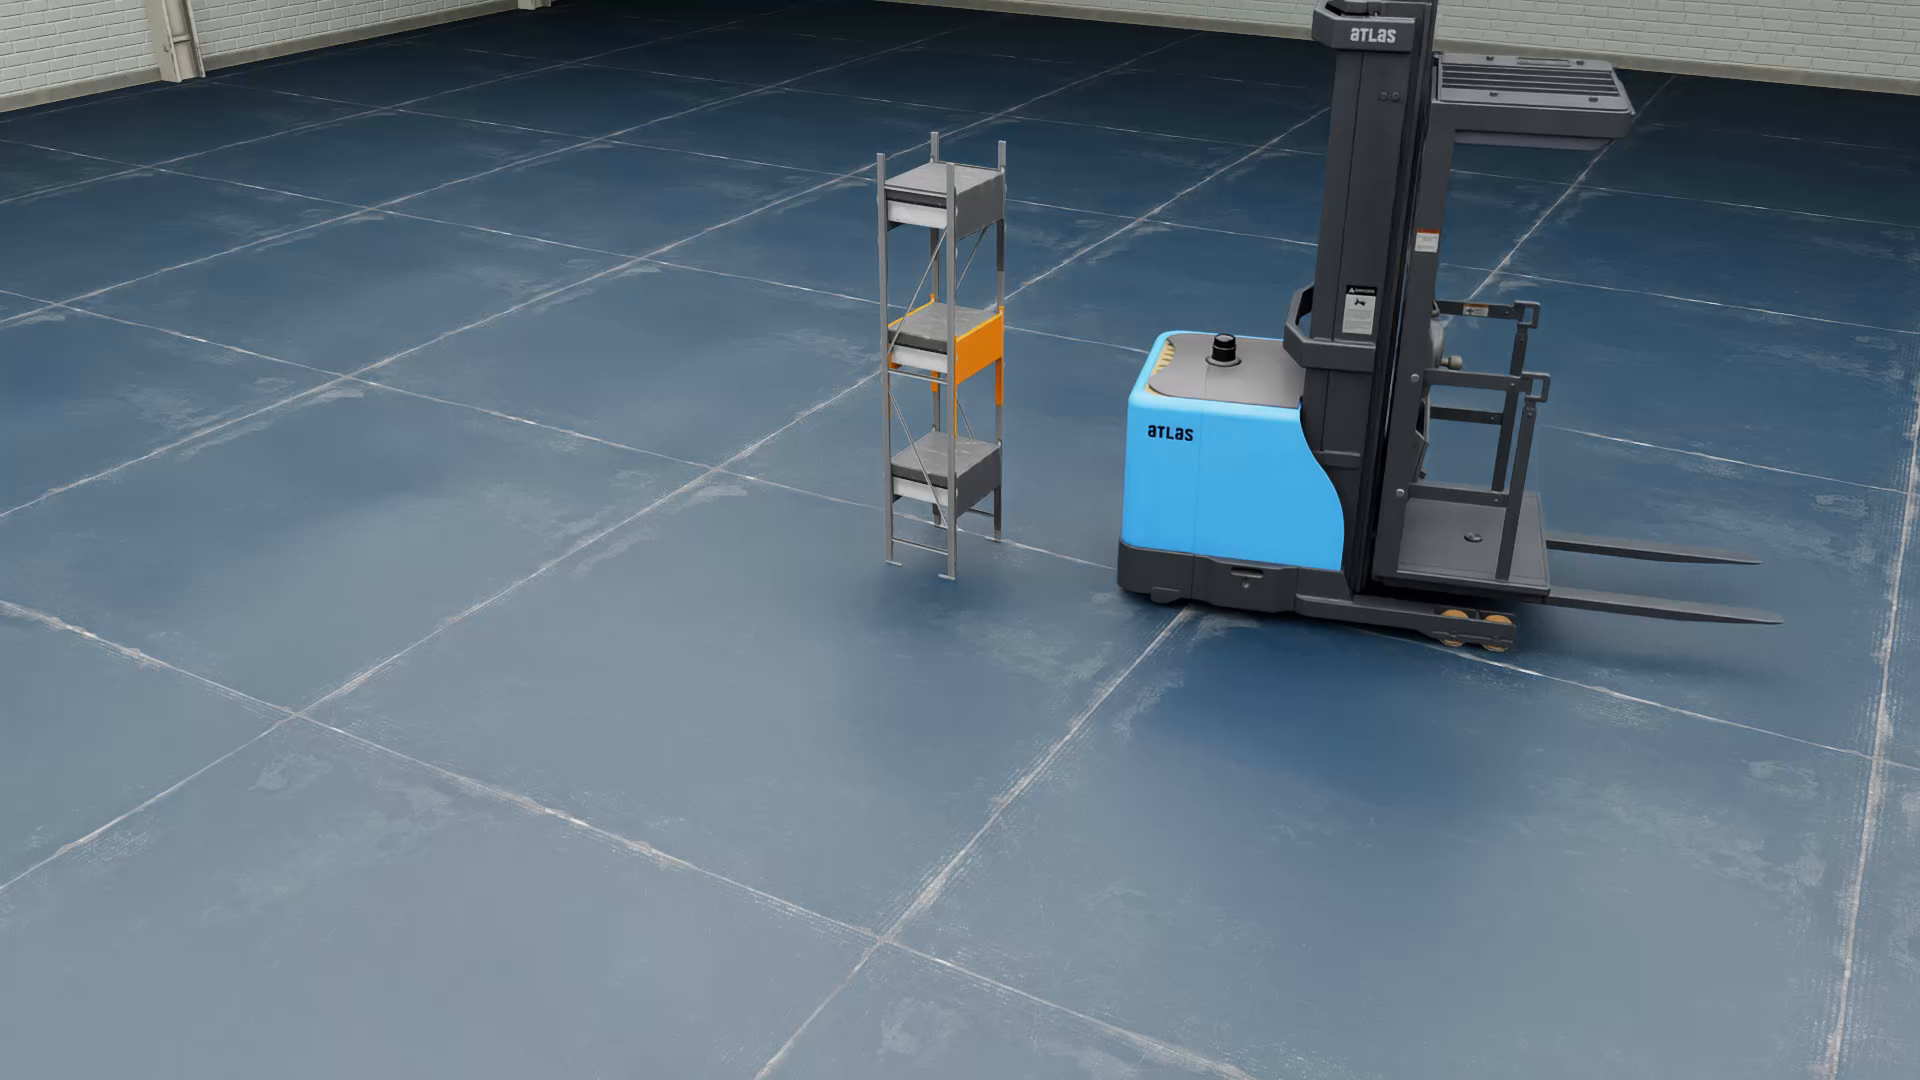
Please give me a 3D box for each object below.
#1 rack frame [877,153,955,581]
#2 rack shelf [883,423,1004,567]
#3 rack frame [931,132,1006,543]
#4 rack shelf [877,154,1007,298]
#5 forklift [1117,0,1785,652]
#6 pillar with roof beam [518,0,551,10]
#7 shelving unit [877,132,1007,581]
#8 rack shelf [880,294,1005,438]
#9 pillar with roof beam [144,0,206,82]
[{"bbox_3d":[-0.201,-0.779,7.961,0.400,2.100,0.015,14,30,26],"label":"rack frame"},{"bbox_3d":[-0.081,-0.236,8.471,0.431,0.518,0.480,14,30,26],"label":"rack shelf"},{"bbox_3d":[0.039,-0.970,8.341,0.400,2.100,0.015,14,30,26],"label":"rack frame"},{"bbox_3d":[-0.081,-1.488,7.844,0.431,0.518,0.480,14,30,26],"label":"rack shelf"},{"bbox_3d":[2.347,-1.057,7.588,3.031,2.935,1.130,7,27,13],"label":"forklift"},{"bbox_3d":[-2.482,-10.874,20.420,9.100,9.000,0.400,14,30,26],"label":"pillar with roof beam"},{"bbox_3d":[-0.081,-0.874,8.151,0.431,2.100,0.503,14,30,26],"label":"shelving unit"},{"bbox_3d":[-0.081,-0.862,8.157,0.431,0.518,0.480,14,30,26],"label":"rack shelf"},{"bbox_3d":[-5.433,-8.536,15.749,9.100,9.000,0.400,14,30,26],"label":"pillar with roof beam"}]
